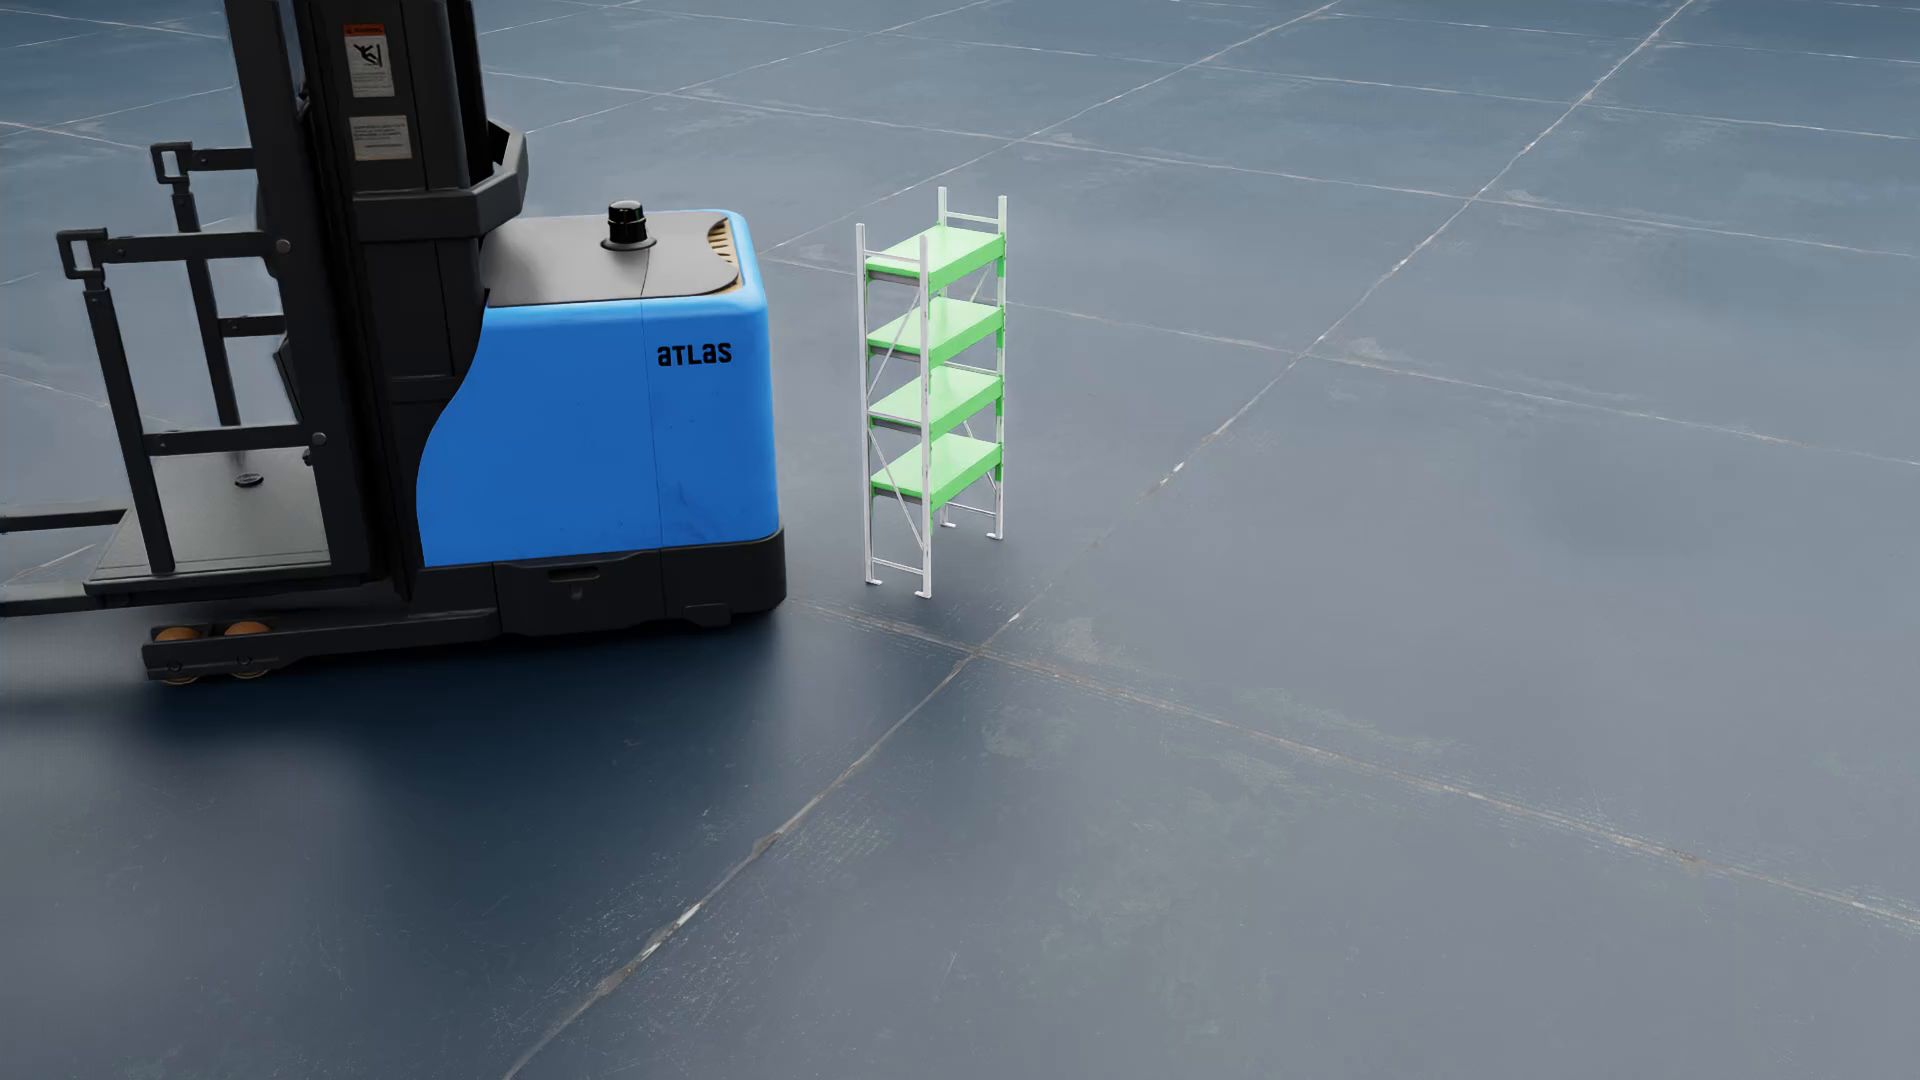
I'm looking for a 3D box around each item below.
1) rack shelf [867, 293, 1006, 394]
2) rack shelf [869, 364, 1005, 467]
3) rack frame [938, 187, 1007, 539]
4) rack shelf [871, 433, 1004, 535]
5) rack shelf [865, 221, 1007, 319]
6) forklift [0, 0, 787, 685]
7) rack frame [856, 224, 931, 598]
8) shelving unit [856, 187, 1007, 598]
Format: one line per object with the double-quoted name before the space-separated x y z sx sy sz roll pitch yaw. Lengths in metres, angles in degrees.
"rack shelf" -0.081 -0.629 5.274 0.258 0.148 0.480 14 30 26
"rack shelf" -0.081 -0.415 5.381 0.258 0.148 0.480 14 30 26
"rack frame" 0.039 -0.567 5.543 0.240 1.200 0.015 14 30 26
"rack shelf" -0.081 -0.200 5.489 0.258 0.148 0.480 14 30 26
"rack shelf" -0.081 -0.844 5.166 0.258 0.148 0.480 14 30 26
"forklift" -2.113 -1.141 4.754 3.031 2.935 1.130 -5 27 -9
"rack frame" -0.201 -0.377 5.163 0.240 1.200 0.015 14 30 26
"shelving unit" -0.081 -0.472 5.353 0.258 1.200 0.503 14 30 26
